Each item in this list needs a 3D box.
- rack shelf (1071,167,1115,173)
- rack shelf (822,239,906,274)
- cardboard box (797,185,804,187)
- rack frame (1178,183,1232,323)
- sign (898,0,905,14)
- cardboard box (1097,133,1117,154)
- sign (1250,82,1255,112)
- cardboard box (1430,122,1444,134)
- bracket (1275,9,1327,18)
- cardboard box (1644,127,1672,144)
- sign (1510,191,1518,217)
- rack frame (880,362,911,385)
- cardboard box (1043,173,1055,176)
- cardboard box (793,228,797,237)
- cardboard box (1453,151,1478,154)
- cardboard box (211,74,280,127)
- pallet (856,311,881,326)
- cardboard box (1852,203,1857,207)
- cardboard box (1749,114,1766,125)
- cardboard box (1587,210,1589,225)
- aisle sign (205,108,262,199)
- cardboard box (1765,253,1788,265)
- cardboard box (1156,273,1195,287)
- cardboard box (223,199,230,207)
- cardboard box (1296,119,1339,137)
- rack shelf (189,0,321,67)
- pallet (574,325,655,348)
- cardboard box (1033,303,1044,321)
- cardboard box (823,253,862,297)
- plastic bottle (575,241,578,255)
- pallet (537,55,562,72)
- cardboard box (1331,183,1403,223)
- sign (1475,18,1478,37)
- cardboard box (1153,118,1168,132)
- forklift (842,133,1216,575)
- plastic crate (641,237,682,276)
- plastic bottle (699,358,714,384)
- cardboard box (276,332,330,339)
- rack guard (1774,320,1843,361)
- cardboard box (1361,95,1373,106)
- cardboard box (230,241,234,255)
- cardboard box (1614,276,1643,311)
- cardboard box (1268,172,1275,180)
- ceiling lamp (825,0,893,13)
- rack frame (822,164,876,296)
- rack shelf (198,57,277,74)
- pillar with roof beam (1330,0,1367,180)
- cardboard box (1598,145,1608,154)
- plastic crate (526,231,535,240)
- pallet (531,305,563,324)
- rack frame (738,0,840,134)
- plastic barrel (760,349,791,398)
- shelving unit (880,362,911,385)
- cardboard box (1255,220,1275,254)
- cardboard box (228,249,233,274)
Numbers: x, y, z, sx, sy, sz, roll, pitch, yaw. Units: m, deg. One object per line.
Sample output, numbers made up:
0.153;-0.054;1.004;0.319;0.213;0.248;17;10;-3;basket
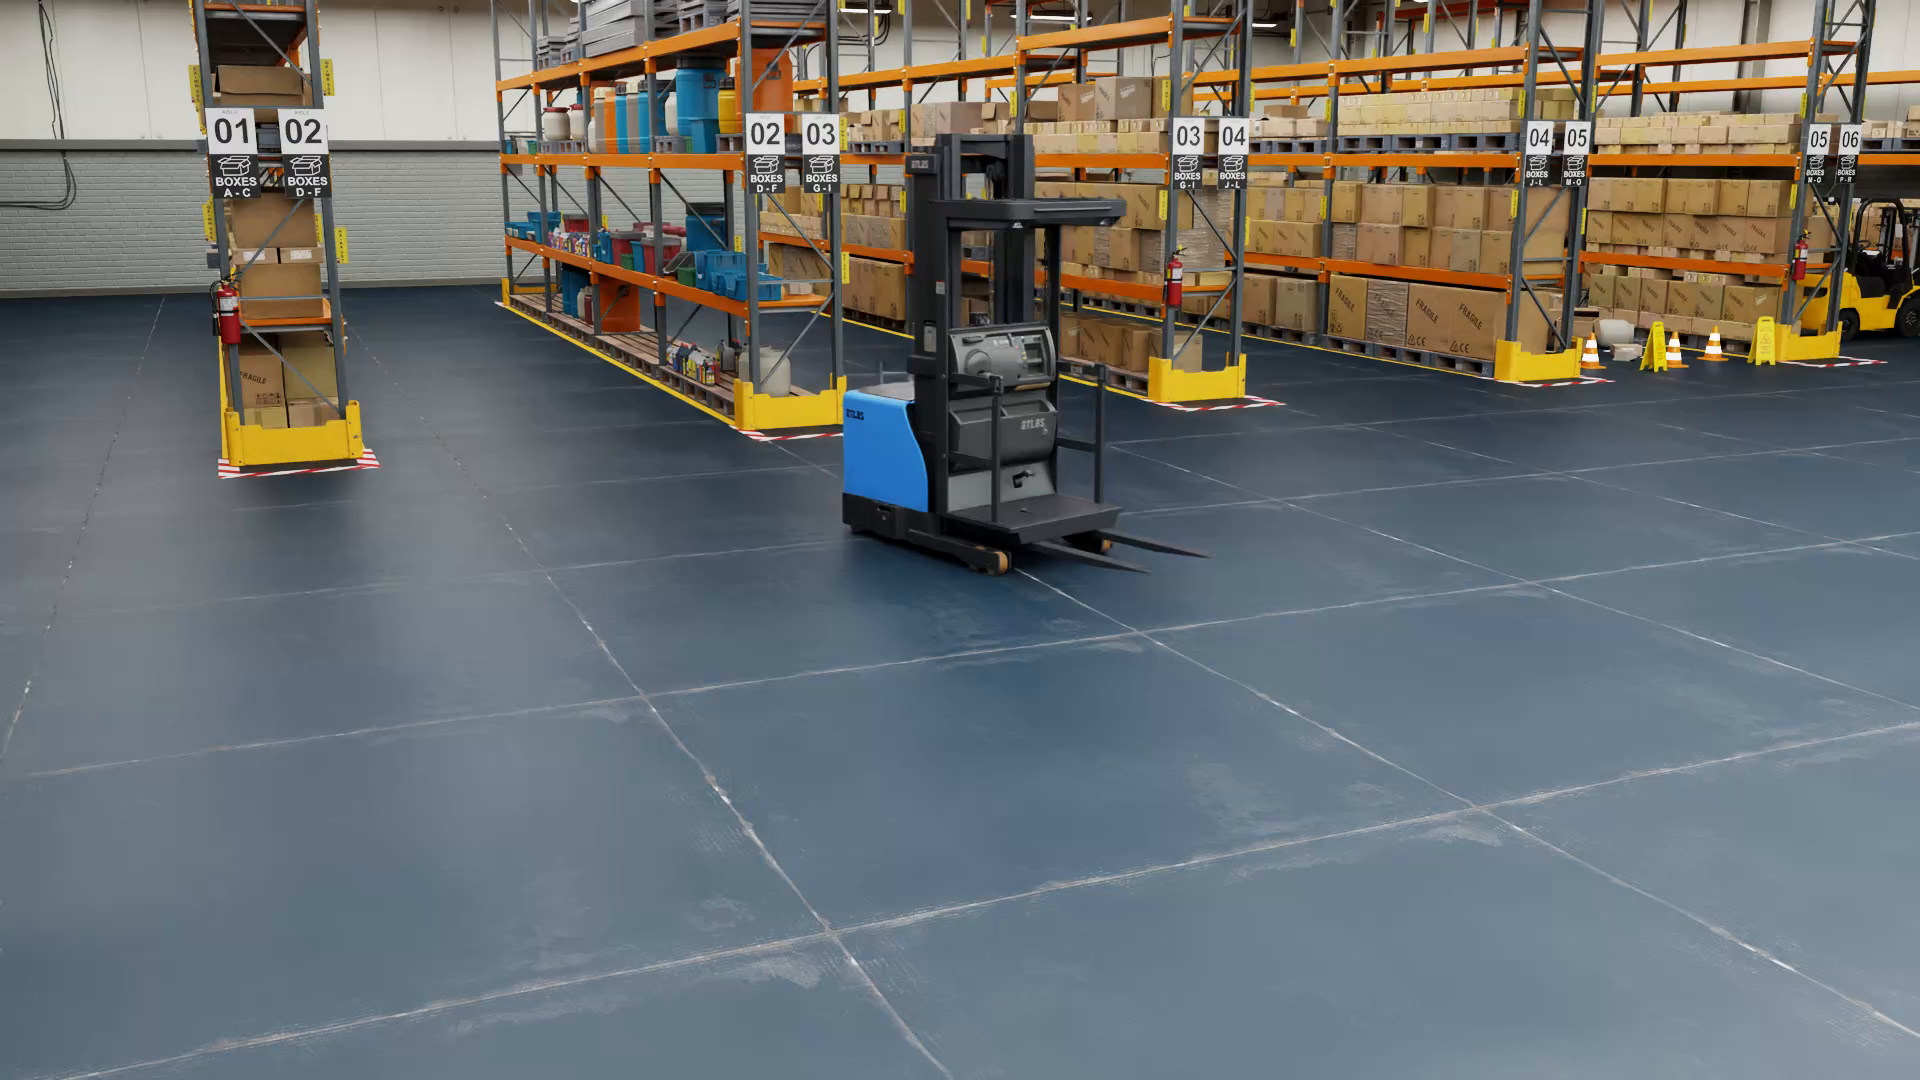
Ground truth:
1.798;-7.553;33.294;1.077;0.370;4.000;-6;14;-23;rack shelf
-1.185;-4.838;28.216;1.077;0.370;4.000;-6;14;-23;rack shelf
-3.153;-6.788;33.058;0.500;0.500;0.500;-5;14;-22;cardboard box
4.201;-5.202;28.195;1.000;3.000;0.127;-6;14;-23;rack frame
-0.891;-8.179;25.330;0.100;0.325;0.005;-6;14;-23;sign
1.995;-4.797;20.124;0.500;0.250;0.500;-5;14;-22;cardboard box
3.318;-5.059;18.984;0.100;0.325;0.005;-6;14;-23;sign
6.454;-5.442;21.984;0.380;0.149;0.250;-6;14;-23;cardboard box
8.173;-13.718;43.701;0.076;0.066;5.218;-6;14;-23;bracket
10.628;-6.051;24.883;0.500;0.250;0.500;-5;14;-22;cardboard box
6.903;-4.183;20.697;0.100;0.325;0.005;-6;14;-23;sign
-0.502;-0.800;13.085;0.240;1.200;0.006;-1;6;-3;rack frame
1.951;-6.889;32.382;0.500;0.500;0.500;-6;14;-25;cardboard box
-2.924;-5.778;31.240;0.380;0.149;0.250;-6;14;-24;cardboard box
9.067;-6.984;29.018;0.700;0.500;0.500;-6;14;-23;cardboard box
-7.316;-4.488;16.984;0.797;0.503;0.637;-4;14;-17;cardboard box
-1.116;-3.838;28.485;1.003;0.211;1.213;-6;14;-23;pallet
14.999;-5.612;27.647;0.380;0.149;0.250;-6;14;-24;cardboard box
11.308;-5.896;23.329;0.380;0.149;0.250;-6;14;-24;cardboard box
9.903;-5.317;26.877;0.500;0.500;0.500;-6;14;-24;cardboard box
-6.500;-3.455;14.879;0.394;0.787;0.004;-6;14;-23;aisle sign
11.555;-3.953;23.355;0.380;0.149;0.250;-5;14;-21;cardboard box
2.517;-3.040;19.411;0.380;0.149;0.250;-6;14;-23;cardboard box
-11.504;-5.325;26.284;0.500;0.500;0.500;-6;14;-23;cardboard box
5.374;-6.149;24.813;0.500;0.250;0.500;-5;14;-22;cardboard box
-7.059;-5.019;16.581;1.077;0.370;4.000;-6;14;-23;rack shelf
-5.276;-3.128;25.419;1.003;0.211;1.213;-6;14;-23;pallet
0.992;-3.074;23.568;0.700;0.500;0.500;-7;15;-27;cardboard box
-1.712;-4.641;29.549;1.225;0.875;0.875;-6;14;-23;cardboard box
-5.870;-4.490;25.558;0.097;0.201;0.097;0;13;0;plastic bottle
-6.165;-7.622;26.651;1.003;0.211;1.213;-6;14;-23;pallet
5.920;-4.896;24.143;0.875;0.550;0.550;-6;14;-23;cardboard box
9.189;-9.138;29.647;0.100;0.325;0.005;-6;14;-23;sign
2.423;-4.734;18.968;0.380;0.149;0.250;-6;14;-23;cardboard box
0.445;-1.316;11.558;1.130;2.935;3.031;-11;17;-39;forklift
-3.794;-3.605;21.152;0.402;0.464;0.583;-6;14;-23;plastic crate
-2.931;-1.957;19.237;0.152;0.276;0.135;-6;14;-23;plastic bottle
-6.867;-1.900;17.429;0.500;0.500;0.500;-6;14;-23;cardboard box
11.870;-2.815;23.426;1.175;0.500;0.348;-6;14;-23;rack guard
5.842;-6.146;23.255;0.380;0.149;0.250;-6;14;-23;cardboard box
-7.105;-2.922;16.683;0.380;0.149;0.250;-5;14;-21;cardboard box
10.513;-3.818;25.719;0.500;0.500;0.500;-5;14;-21;cardboard box
6.582;-7.500;34.246;0.380;0.149;0.250;-6;14;-23;cardboard box
-2.341;-12.978;35.542;2.000;3.185;0.800;-6;14;-23;ceiling lamp
-1.986;-5.602;29.920;1.000;3.000;0.127;-6;14;-23;rack frame
-10.263;-6.672;23.722;1.077;0.370;4.000;-6;14;-23;rack shelf
5.839;-10.945;39.701;9.100;9.000;0.548;-6;14;-23;pillar with roof beam
10.198;-6.095;25.959;0.380;0.149;0.250;-6;14;-24;cardboard box
-7.497;-5.388;29.448;0.293;0.136;0.466;-6;14;-23;plastic crate
-6.855;-3.944;28.943;1.003;0.211;1.213;-6;14;-23;pallet
-1.718;-5.598;16.599;1.000;3.000;0.127;-6;14;-23;rack frame
-2.051;-1.797;18.066;0.421;0.512;0.421;0;13;0;plastic barrel
-0.506;-0.810;13.175;0.258;1.200;0.189;-1;6;-3;shelving unit
4.945;-4.717;25.877;0.500;0.500;0.500;-5;14;-22;cardboard box
-9.281;-3.636;21.623;0.500;0.311;0.500;-6;14;-24;cardboard box
